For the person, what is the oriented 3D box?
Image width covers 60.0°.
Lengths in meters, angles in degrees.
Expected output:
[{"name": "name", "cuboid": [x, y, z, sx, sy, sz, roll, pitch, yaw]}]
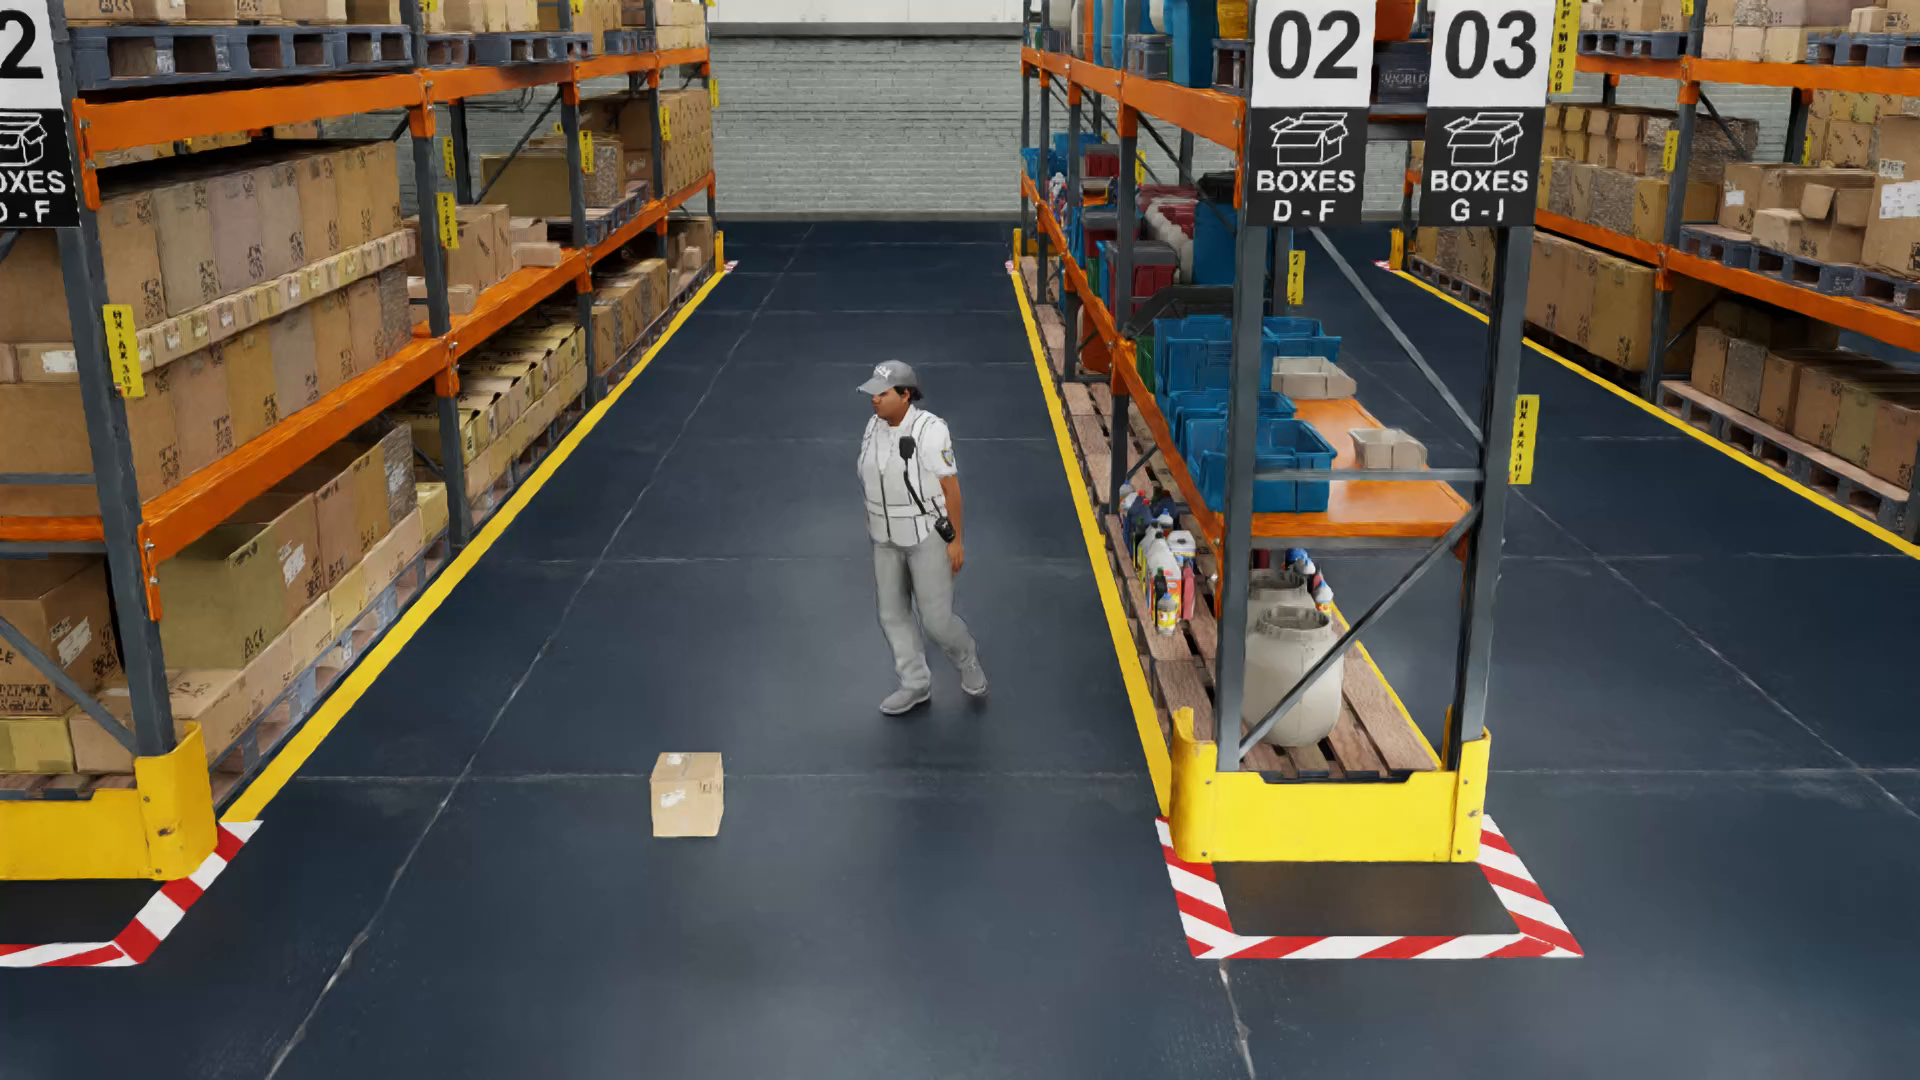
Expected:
[{"name": "person", "cuboid": [-0.178, -0.020, 7.608, 0.547, 1.655, 0.582, 12, 21, 33]}]
